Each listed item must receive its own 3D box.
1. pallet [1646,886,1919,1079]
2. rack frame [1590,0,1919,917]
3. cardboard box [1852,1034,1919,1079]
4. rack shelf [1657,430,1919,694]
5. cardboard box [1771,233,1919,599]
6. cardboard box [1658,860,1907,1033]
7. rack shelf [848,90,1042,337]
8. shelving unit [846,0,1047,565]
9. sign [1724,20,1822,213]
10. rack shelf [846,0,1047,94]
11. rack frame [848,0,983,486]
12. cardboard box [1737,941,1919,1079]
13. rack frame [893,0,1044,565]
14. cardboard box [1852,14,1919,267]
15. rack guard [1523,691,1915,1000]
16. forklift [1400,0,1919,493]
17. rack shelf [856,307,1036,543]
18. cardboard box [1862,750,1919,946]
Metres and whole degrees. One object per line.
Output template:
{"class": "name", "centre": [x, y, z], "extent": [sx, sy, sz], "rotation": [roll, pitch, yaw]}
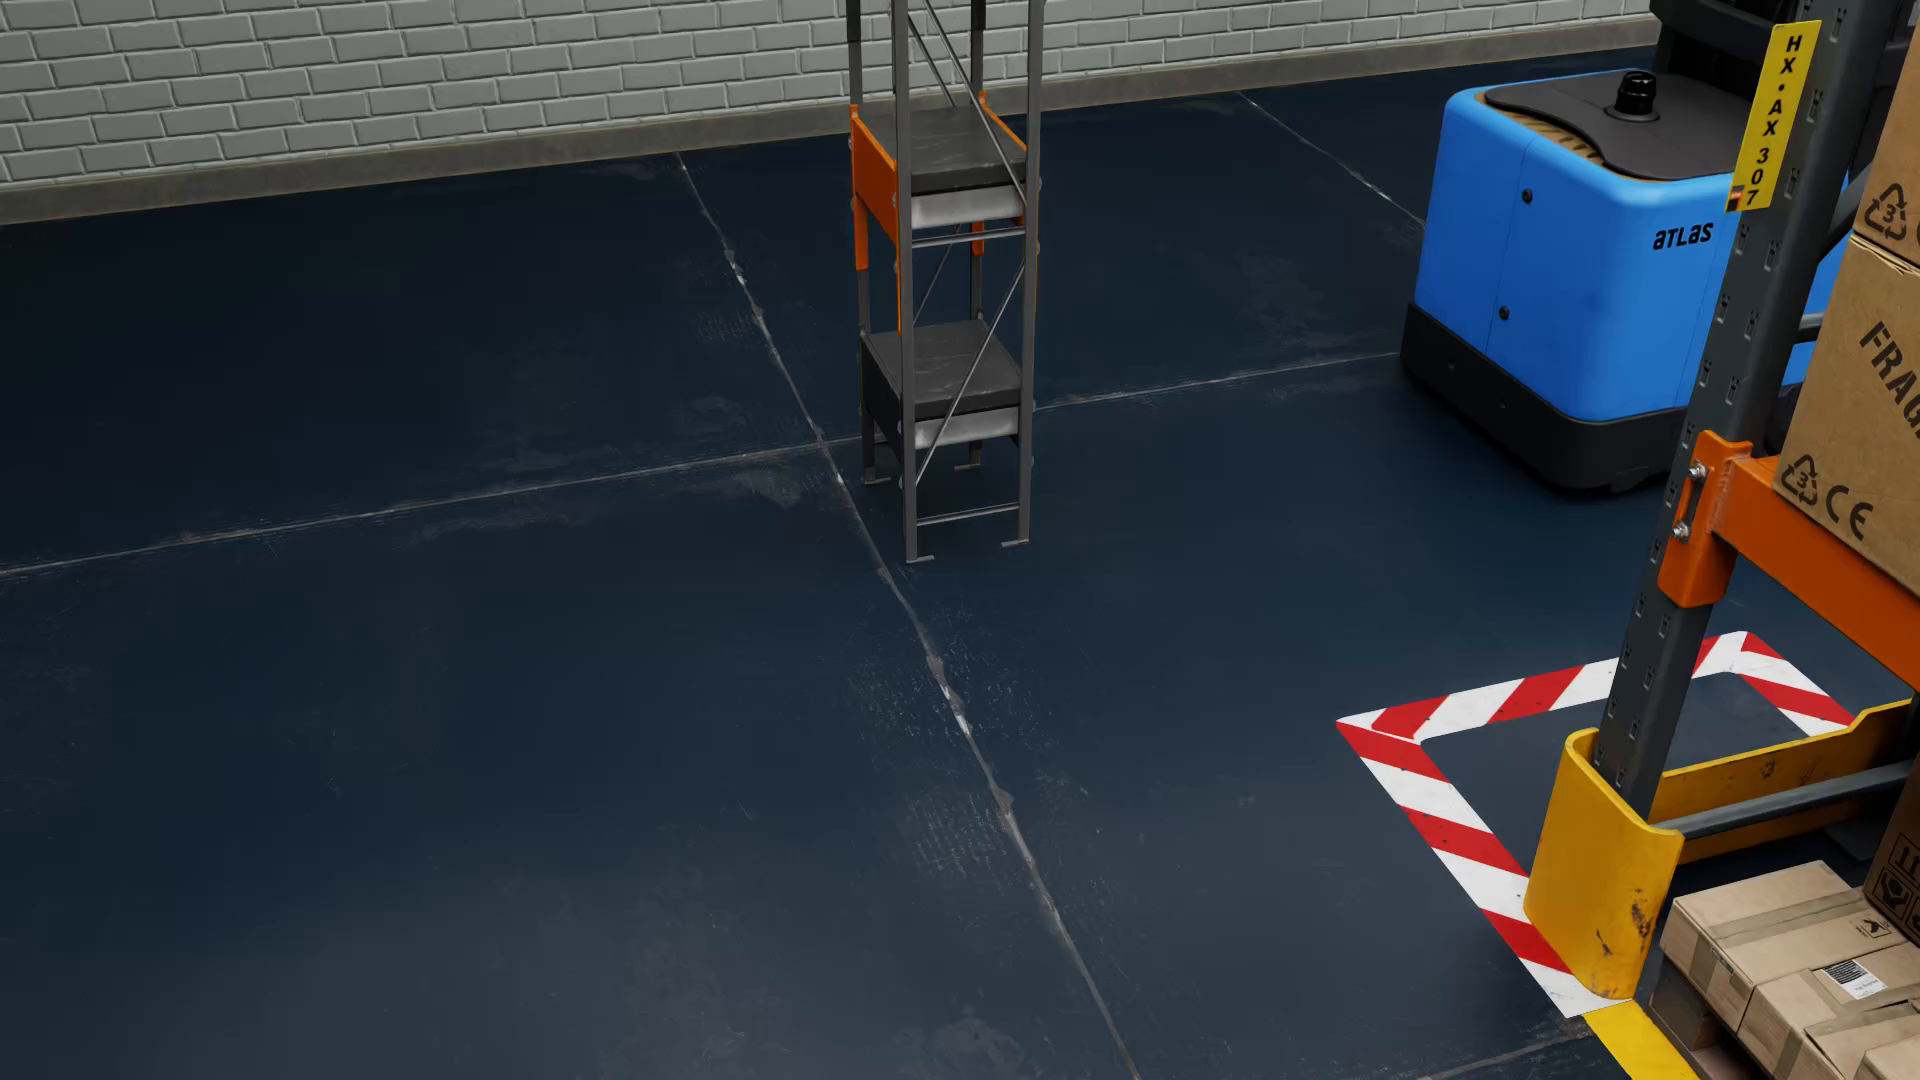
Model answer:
{"class": "pallet", "centre": [2.167, 1.176, 3.280], "extent": [1.003, 0.211, 1.213], "rotation": [-10, 35, -15]}
{"class": "rack frame", "centre": [1.900, -0.446, 3.205], "extent": [1.000, 3.000, 0.127], "rotation": [-10, 35, -15]}
{"class": "cardboard box", "centre": [1.948, 1.113, 2.940], "extent": [0.500, 0.250, 0.500], "rotation": [-10, 35, -15]}
{"class": "rack shelf", "centre": [2.510, 0.904, 1.814], "extent": [1.077, 0.370, 4.000], "rotation": [-10, 35, -15]}
{"class": "cardboard box", "centre": [1.784, -0.211, 2.757], "extent": [0.500, 0.500, 0.500], "rotation": [-9, 35, -14]}
{"class": "cardboard box", "centre": [1.700, 0.837, 3.449], "extent": [0.380, 0.149, 0.250], "rotation": [-10, 35, -15]}
{"class": "rack shelf", "centre": [-0.050, -0.952, 4.810], "extent": [0.431, 0.518, 0.480], "rotation": [-10, 35, -15]}
{"class": "shelving unit", "centre": [-0.050, -0.963, 4.803], "extent": [0.431, 2.100, 0.503], "rotation": [-10, 35, -15]}
{"class": "sign", "centre": [1.383, -0.716, 2.828], "extent": [0.100, 0.325, 0.005], "rotation": [-10, 35, -15]}
{"class": "rack shelf", "centre": [-0.050, -1.536, 4.424], "extent": [0.431, 0.518, 0.480], "rotation": [-10, 35, -15]}
{"class": "rack frame", "centre": [-0.125, -1.091, 4.997], "extent": [0.400, 2.100, 0.015], "rotation": [-10, 35, -15]}
{"class": "cardboard box", "centre": [1.776, 0.961, 3.246], "extent": [0.380, 0.166, 0.250], "rotation": [-10, 35, -15]}
{"class": "rack frame", "centre": [0.024, -0.835, 4.609], "extent": [0.400, 2.100, 0.015], "rotation": [-10, 35, -15]}
{"class": "cardboard box", "centre": [1.784, -0.628, 2.482], "extent": [0.500, 0.500, 0.500], "rotation": [-9, 35, -13]}
{"class": "rack guard", "centre": [1.923, 0.636, 3.833], "extent": [1.175, 0.500, 0.348], "rotation": [-10, 35, -15]}
{"class": "forklift", "centre": [3.191, -1.865, 5.414], "extent": [3.031, 2.935, 1.130], "rotation": [-11, 35, -16]}
{"class": "rack shelf", "centre": [-0.050, -0.368, 5.196], "extent": [0.431, 0.518, 0.480], "rotation": [-10, 35, -15]}
{"class": "cardboard box", "centre": [2.300, 0.657, 3.403], "extent": [0.500, 0.500, 0.500], "rotation": [-10, 35, -15]}
